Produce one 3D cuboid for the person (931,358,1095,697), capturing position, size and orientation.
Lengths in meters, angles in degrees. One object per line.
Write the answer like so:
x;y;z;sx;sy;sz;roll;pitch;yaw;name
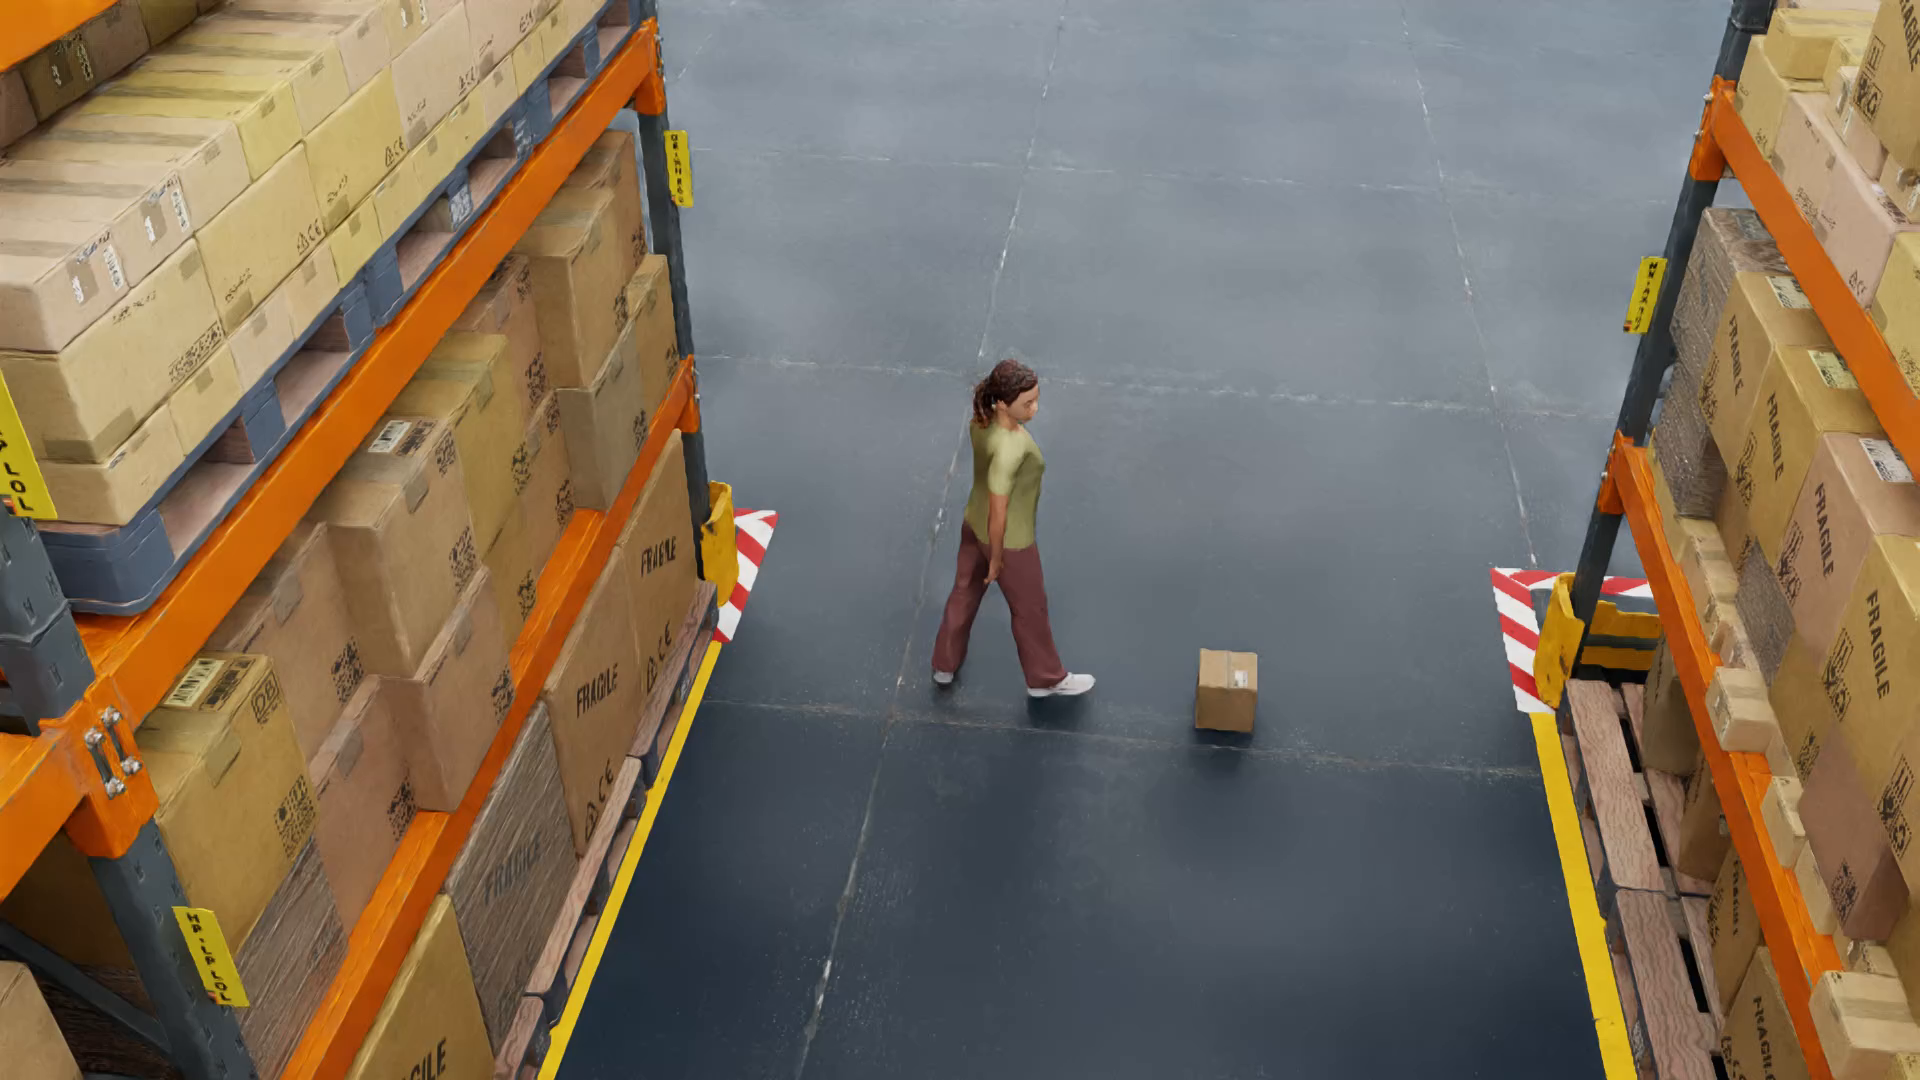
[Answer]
0.203;-0.061;7.092;0.654;1.661;0.570;-15;39;-19;person
